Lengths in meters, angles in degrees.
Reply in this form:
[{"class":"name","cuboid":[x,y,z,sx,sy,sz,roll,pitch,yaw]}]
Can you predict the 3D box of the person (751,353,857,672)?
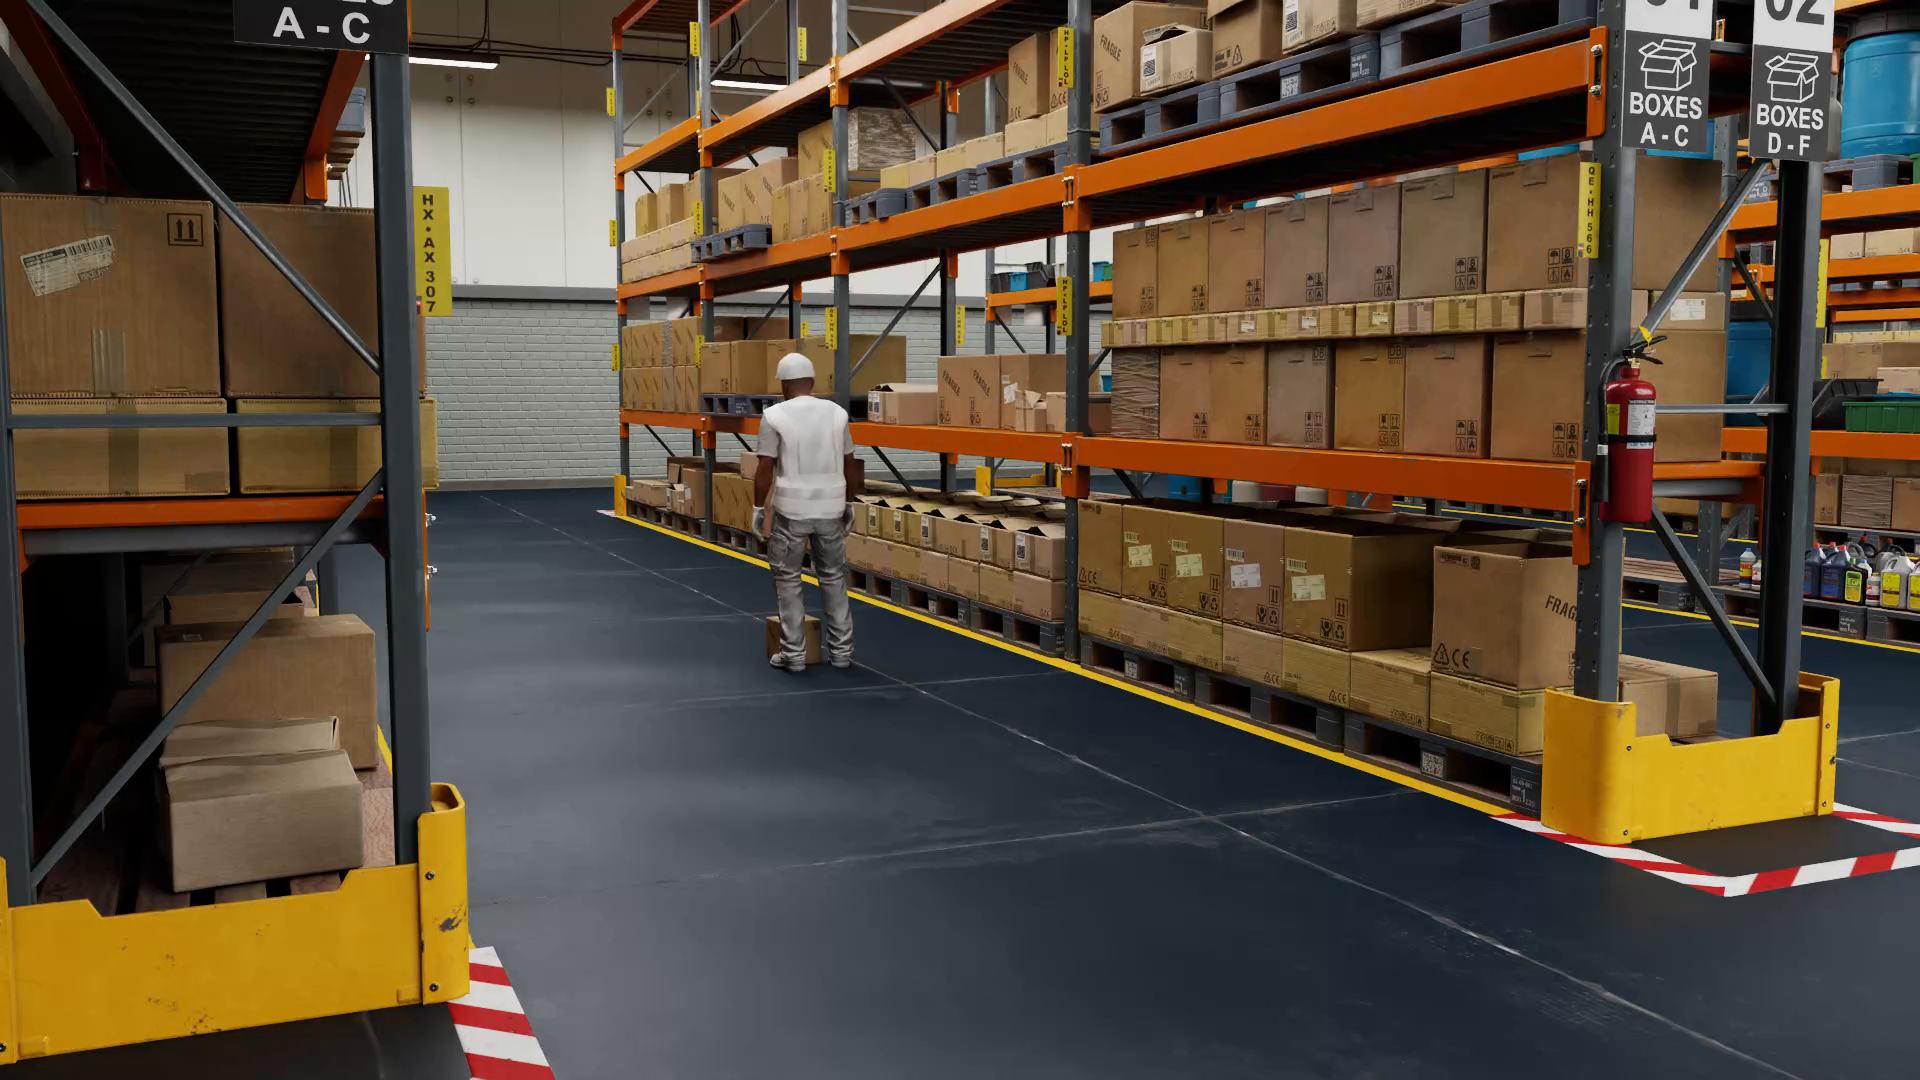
[{"class":"person","cuboid":[-0.873,-0.160,9.358,0.629,1.774,0.444,-3,6,-27]}]
